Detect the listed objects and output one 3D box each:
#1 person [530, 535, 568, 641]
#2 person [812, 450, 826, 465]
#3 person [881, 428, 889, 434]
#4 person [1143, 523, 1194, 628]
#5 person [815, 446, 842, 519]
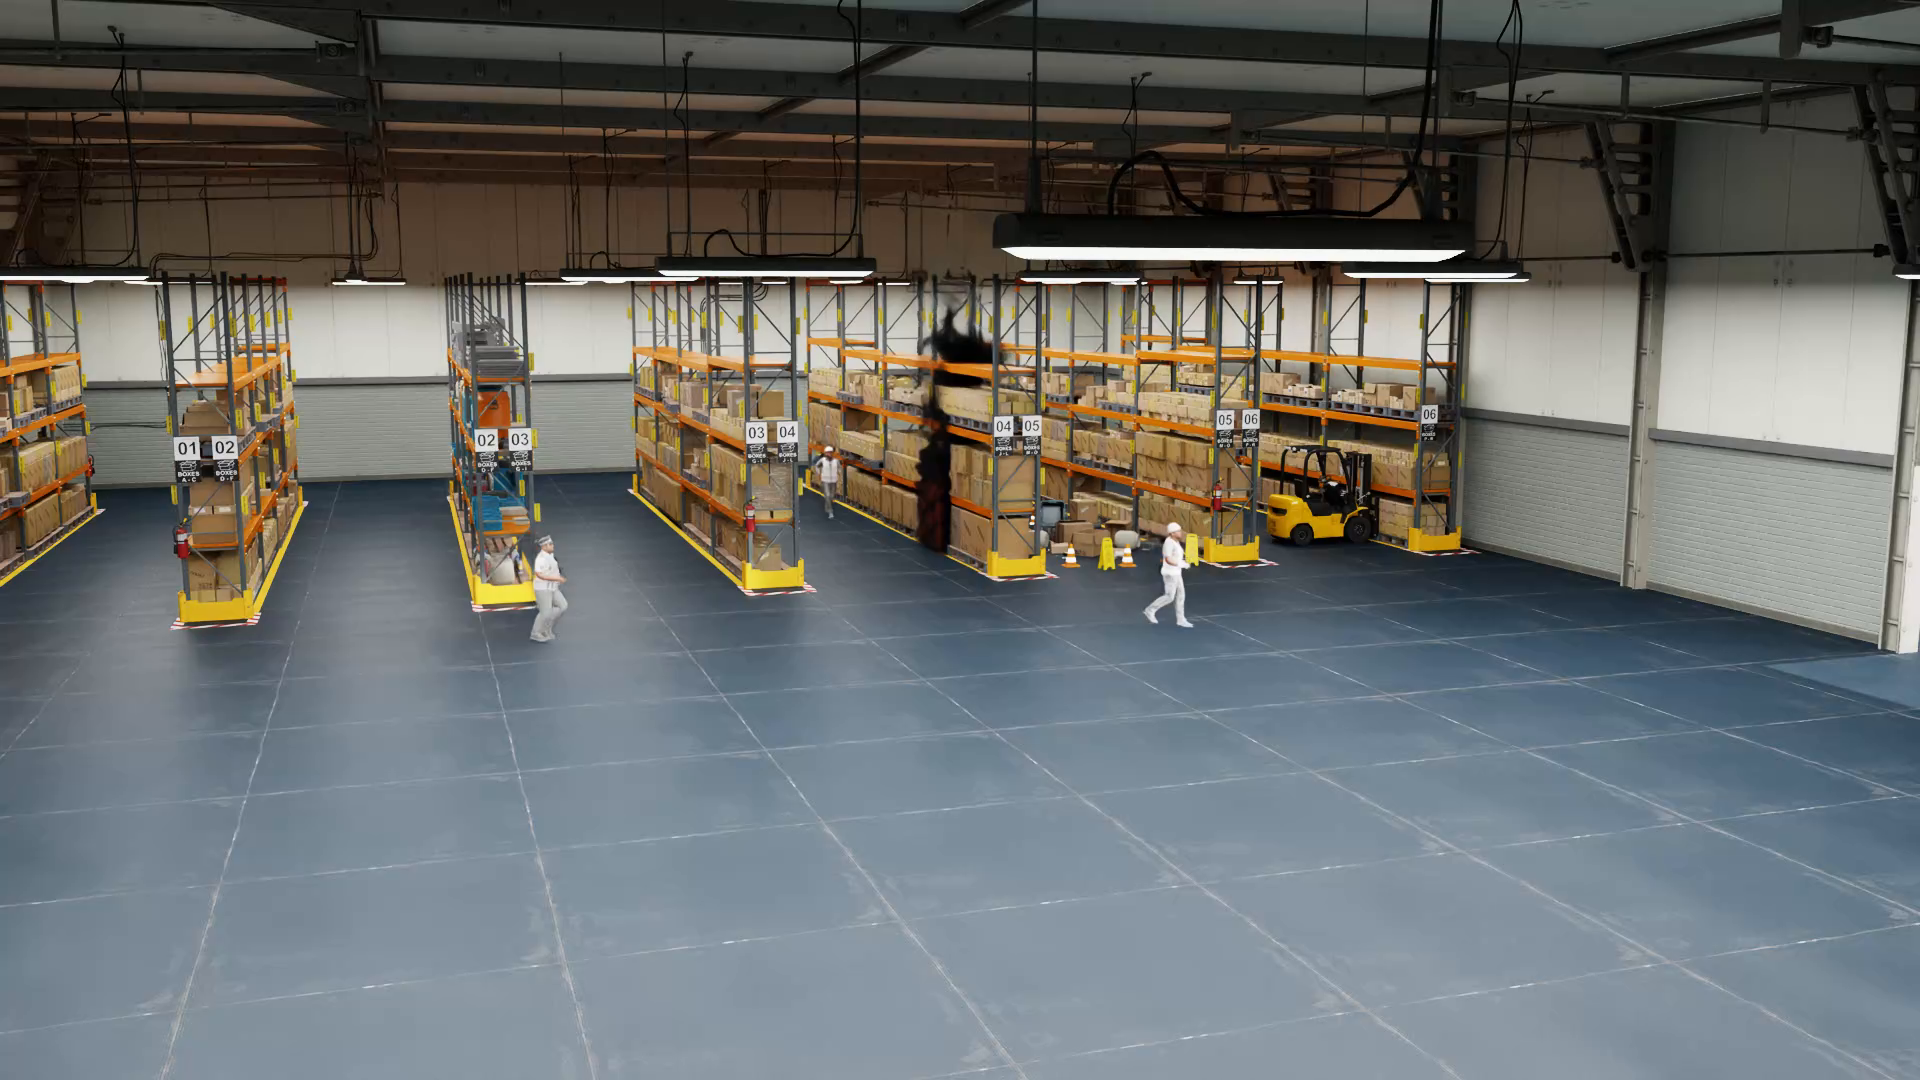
[{"bbox_3d":[-6.689,0.792,27.062,0.675,1.769,0.641,1,9,8],"label":"person"},{"bbox_3d":[-4.213,-2.608,49.786,0.611,1.660,0.817,-1,9,-4],"label":"person"},{"bbox_3d":[-2.372,-2.766,50.432,0.930,1.833,0.678,-2,9,-15],"label":"person"},{"bbox_3d":[3.570,0.593,28.262,0.863,1.794,0.698,2,9,16],"label":"person"},{"bbox_3d":[-3.289,-1.465,41.852,0.661,1.782,0.957,-3,9,-20],"label":"person"}]
